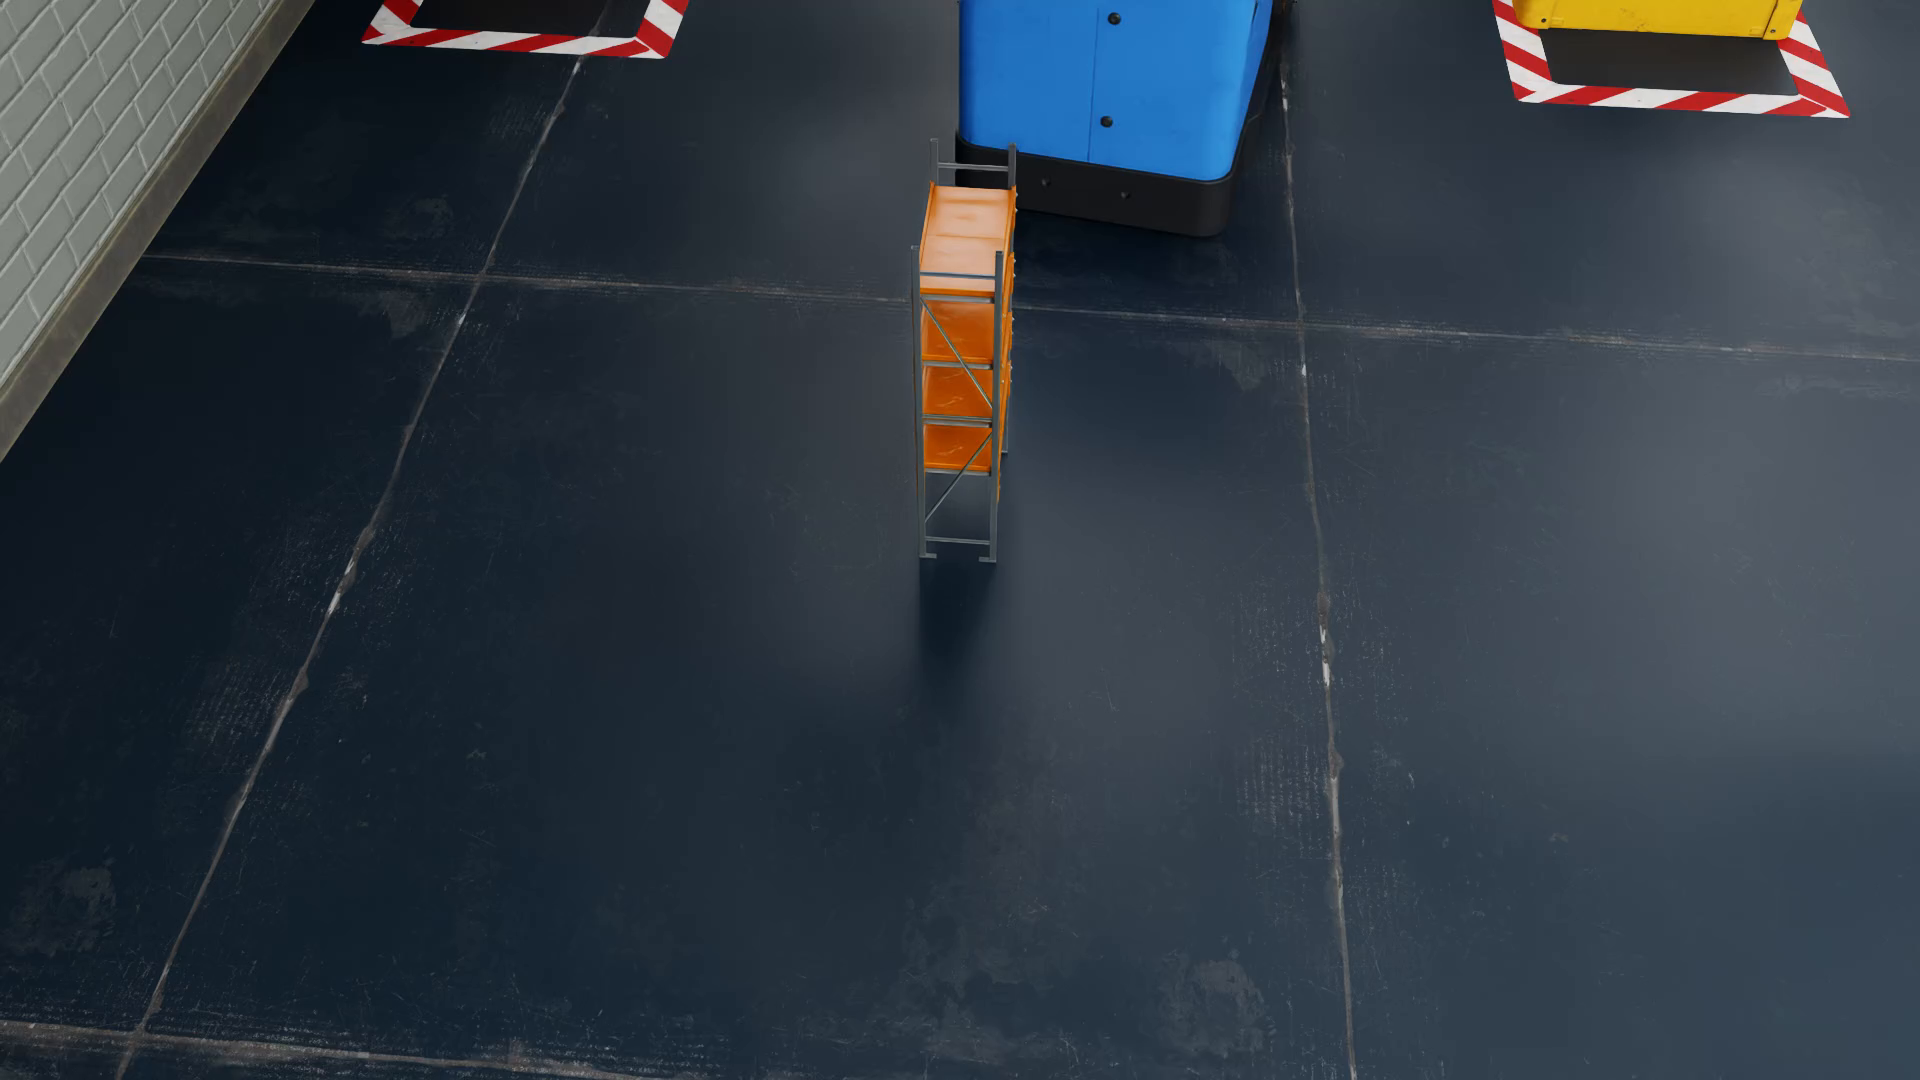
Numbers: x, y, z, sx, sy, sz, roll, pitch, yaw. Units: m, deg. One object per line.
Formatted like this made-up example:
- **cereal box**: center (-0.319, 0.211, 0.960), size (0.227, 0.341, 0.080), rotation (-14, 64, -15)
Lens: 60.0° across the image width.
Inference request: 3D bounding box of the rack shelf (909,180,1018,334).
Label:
- **rack shelf**: center (0.015, -0.792, 4.629), size (0.258, 0.148, 0.480), rotation (4, 48, 4)

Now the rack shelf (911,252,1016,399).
- **rack shelf**: center (0.015, -0.632, 4.803), size (0.258, 0.148, 0.480), rotation (4, 48, 4)

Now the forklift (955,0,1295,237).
- **forklift**: center (0.862, -3.229, 6.217), size (1.130, 2.935, 3.031), rotation (11, 49, 10)

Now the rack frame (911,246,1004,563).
- **rack frame**: center (-0.007, -0.347, 4.755), size (0.240, 1.200, 0.015), rotation (4, 48, 4)

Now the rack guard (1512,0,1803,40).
- **rack guard**: center (3.056, -2.508, 7.205), size (1.175, 0.500, 0.348), rotation (4, 48, 4)

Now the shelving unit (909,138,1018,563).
- **shelving unit**: center (0.015, -0.527, 4.919), size (0.258, 1.200, 0.503), rotation (4, 48, 4)

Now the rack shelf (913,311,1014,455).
- **rack shelf**: center (0.015, -0.481, 4.968), size (0.258, 0.148, 0.480), rotation (4, 48, 4)

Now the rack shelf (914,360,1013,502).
- **rack shelf**: center (0.015, -0.347, 5.115), size (0.258, 0.148, 0.480), rotation (4, 48, 4)

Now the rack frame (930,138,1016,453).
- **rack frame**: center (0.037, -0.706, 5.082), size (0.240, 1.200, 0.015), rotation (4, 48, 4)
